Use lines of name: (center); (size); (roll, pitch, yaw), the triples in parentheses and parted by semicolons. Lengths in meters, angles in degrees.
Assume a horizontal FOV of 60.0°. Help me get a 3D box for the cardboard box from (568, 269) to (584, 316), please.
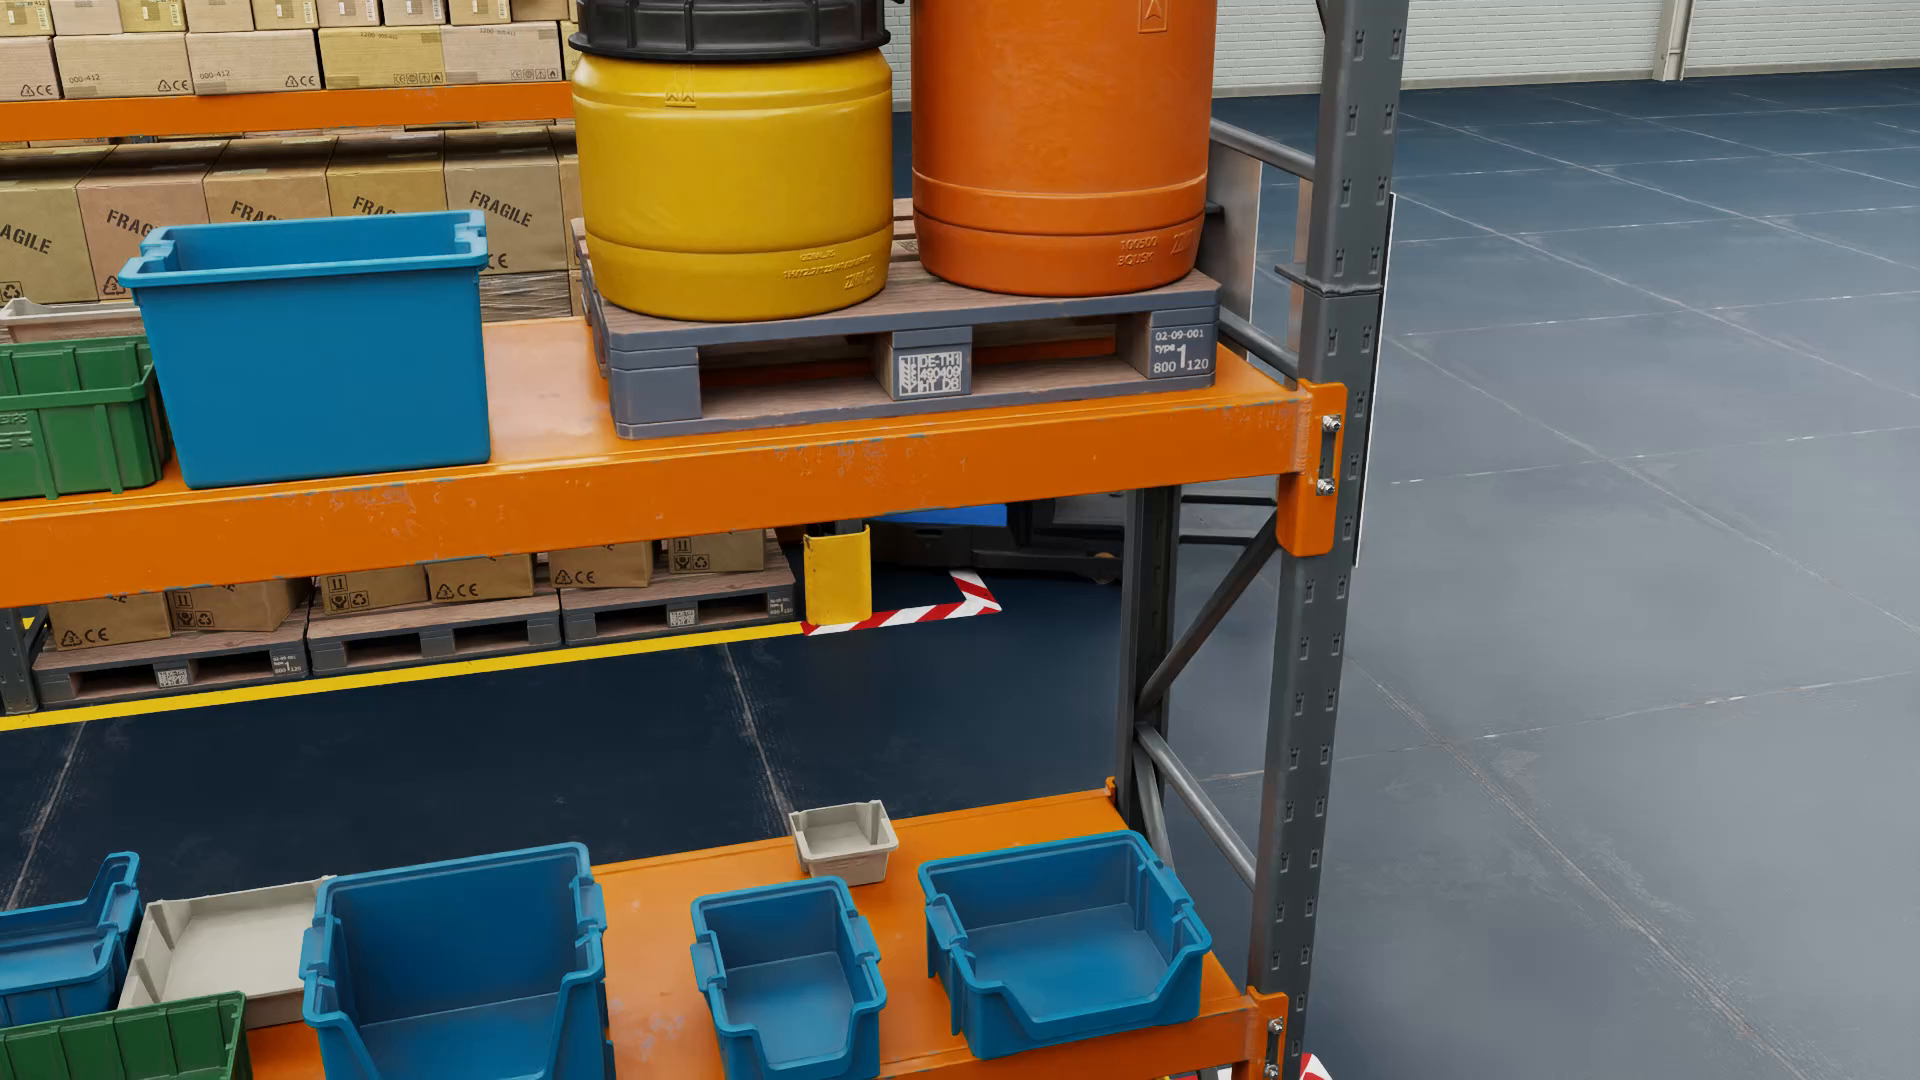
cardboard box: (-1.689, -1.205, 8.250); (0.500, 0.500, 0.875); (-6, 24, -14)

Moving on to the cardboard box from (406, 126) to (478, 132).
cardboard box: (-3.886, -2.924, 12.571); (0.500, 0.550, 0.875); (-6, 24, -14)

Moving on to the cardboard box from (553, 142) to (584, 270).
cardboard box: (-1.645, -1.604, 7.911); (0.500, 0.500, 0.500); (-6, 24, -14)

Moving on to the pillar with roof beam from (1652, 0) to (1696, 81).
pillar with roof beam: (12.856, -10.124, 21.931); (0.400, 9.000, 9.100); (-6, 24, -14)

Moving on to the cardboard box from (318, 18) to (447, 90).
cardboard box: (-2.557, -2.170, 7.389); (0.500, 0.250, 0.500); (-7, 24, -15)

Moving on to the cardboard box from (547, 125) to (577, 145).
cardboard box: (-1.789, -1.806, 8.382); (0.500, 0.500, 0.500); (-6, 24, -14)

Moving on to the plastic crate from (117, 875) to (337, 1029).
plastic crate: (-1.721, 0.989, 3.975); (0.437, 0.136, 0.530); (-6, 24, -14)

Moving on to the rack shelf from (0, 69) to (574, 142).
rack shelf: (-2.628, -2.004, 7.725); (4.000, 0.370, 1.077); (-6, 24, -14)

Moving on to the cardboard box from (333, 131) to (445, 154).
cardboard box: (-2.750, -1.696, 8.127); (0.500, 0.500, 0.500); (-6, 24, -14)

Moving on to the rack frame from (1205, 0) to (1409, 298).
rack frame: (0.635, -2.046, 3.106); (0.127, 3.000, 1.000); (-6, 24, -14)

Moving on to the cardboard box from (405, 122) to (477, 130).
cardboard box: (-3.869, -3.396, 12.301); (0.500, 0.550, 0.875); (-6, 24, -14)

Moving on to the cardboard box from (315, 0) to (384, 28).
cardboard box: (-2.674, -2.347, 7.297); (0.250, 0.149, 0.380); (-6, 24, -13)

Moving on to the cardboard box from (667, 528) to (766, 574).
cardboard box: (-1.309, -0.153, 8.941); (0.500, 0.500, 0.500); (-2, 23, -5)

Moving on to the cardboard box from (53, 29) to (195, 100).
cardboard box: (-3.544, -2.062, 7.137); (0.500, 0.250, 0.500); (-7, 24, -15)

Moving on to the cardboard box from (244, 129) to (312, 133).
cardboard box: (-4.934, -3.331, 12.150); (0.550, 0.550, 0.875); (-6, 24, -14)

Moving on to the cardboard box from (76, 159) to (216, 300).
cardboard box: (-3.571, -1.391, 7.415); (0.500, 0.500, 0.500); (-6, 24, -14)

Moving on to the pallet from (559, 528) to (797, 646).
pallet: (-1.568, 0.193, 9.032); (1.213, 0.211, 1.003); (-6, 24, -14)

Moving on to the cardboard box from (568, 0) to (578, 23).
cardboard box: (-1.637, -2.424, 7.476); (0.250, 0.149, 0.380); (-6, 24, -14)

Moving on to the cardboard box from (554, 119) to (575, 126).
cardboard box: (-2.814, -3.008, 12.767); (0.550, 0.550, 0.875); (-6, 24, -14)

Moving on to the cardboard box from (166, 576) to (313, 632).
cardboard box: (-3.609, 0.121, 8.301); (0.500, 0.500, 0.500); (1, 23, 3)

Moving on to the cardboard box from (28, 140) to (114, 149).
cardboard box: (-6.227, -2.526, 11.706); (0.500, 0.500, 0.500); (-6, 24, -15)

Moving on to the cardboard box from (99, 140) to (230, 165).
cardboard box: (-3.714, -1.592, 7.883); (0.500, 0.500, 0.500); (-6, 24, -14)

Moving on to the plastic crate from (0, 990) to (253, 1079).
plastic crate: (-1.833, 1.197, 3.425); (0.662, 0.188, 0.450); (-6, 24, -14)

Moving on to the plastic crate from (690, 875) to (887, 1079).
plastic crate: (-0.393, 1.013, 3.773); (0.408, 0.251, 0.499); (-6, 24, -14)

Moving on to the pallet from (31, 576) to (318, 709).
pallet: (-3.917, 0.453, 8.426); (1.213, 0.211, 1.003); (-6, 24, -14)

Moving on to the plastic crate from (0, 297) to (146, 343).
plastic crate: (-1.780, -0.445, 3.512); (0.396, 0.136, 0.243); (-6, 24, -14)

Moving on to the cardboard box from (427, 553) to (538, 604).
cardboard box: (-2.483, -0.017, 8.624); (0.500, 0.500, 0.500); (-4, 24, -9)

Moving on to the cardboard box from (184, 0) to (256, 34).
cardboard box: (-3.149, -2.266, 7.108); (0.250, 0.149, 0.380); (-7, 24, -15)

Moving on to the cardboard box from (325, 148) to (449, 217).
cardboard box: (-2.611, -1.501, 7.672); (0.500, 0.500, 0.500); (-6, 24, -14)

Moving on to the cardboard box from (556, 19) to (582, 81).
cardboard box: (-1.578, -2.277, 7.638); (0.500, 0.250, 0.500); (-6, 24, -14)

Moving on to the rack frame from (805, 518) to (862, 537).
rack frame: (-0.703, -1.169, 8.671); (0.127, 3.000, 1.000); (-6, 24, -14)

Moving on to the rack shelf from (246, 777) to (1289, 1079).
rack shelf: (-1.291, 1.255, 3.934); (4.000, 0.370, 1.077); (-6, 24, -14)

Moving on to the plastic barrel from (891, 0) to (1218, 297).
plastic barrel: (0.201, -0.958, 3.297); (0.708, 0.830, 0.600); (-6, 24, -14)

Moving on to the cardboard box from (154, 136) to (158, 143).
cardboard box: (-9.824, -5.352, 20.898); (0.625, 0.625, 0.875); (-7, 24, -15)

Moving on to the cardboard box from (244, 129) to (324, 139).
cardboard box: (-4.921, -2.817, 12.321); (0.550, 0.550, 0.875); (-6, 24, -14)

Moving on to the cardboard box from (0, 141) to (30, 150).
cardboard box: (-6.768, -3.032, 11.617); (0.500, 0.500, 0.700); (-7, 24, -15)

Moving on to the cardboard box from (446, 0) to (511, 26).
cardboard box: (-2.141, -2.378, 7.369); (0.250, 0.149, 0.380); (-8, 24, -17)

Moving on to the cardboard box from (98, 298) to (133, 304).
cardboard box: (-3.613, -0.990, 7.750); (0.500, 0.500, 0.875); (-6, 24, -14)

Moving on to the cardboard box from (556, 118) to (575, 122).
cardboard box: (-2.818, -3.510, 12.566); (0.550, 0.550, 0.875); (-6, 24, -14)

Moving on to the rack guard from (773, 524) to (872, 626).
rack guard: (-0.776, -0.012, 9.145); (0.348, 0.500, 1.175); (-6, 24, -14)

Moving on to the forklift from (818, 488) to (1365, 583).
forklift: (0.755, -1.320, 9.110); (3.031, 2.935, 1.130); (2, 23, 5)

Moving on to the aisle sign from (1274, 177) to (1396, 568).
aisle sign: (0.785, -0.378, 3.531); (0.004, 0.787, 0.394); (-6, 24, -14)

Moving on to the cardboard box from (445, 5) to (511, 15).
cardboard box: (-2.209, -2.417, 7.965); (0.500, 0.250, 0.500); (-6, 24, -15)

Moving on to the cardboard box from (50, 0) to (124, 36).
cardboard box: (-3.652, -2.229, 7.021); (0.250, 0.149, 0.380); (-6, 24, -14)

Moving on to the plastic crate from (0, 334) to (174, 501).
plastic crate: (-1.624, -0.209, 2.897); (0.450, 0.188, 0.336); (-6, 24, -14)
